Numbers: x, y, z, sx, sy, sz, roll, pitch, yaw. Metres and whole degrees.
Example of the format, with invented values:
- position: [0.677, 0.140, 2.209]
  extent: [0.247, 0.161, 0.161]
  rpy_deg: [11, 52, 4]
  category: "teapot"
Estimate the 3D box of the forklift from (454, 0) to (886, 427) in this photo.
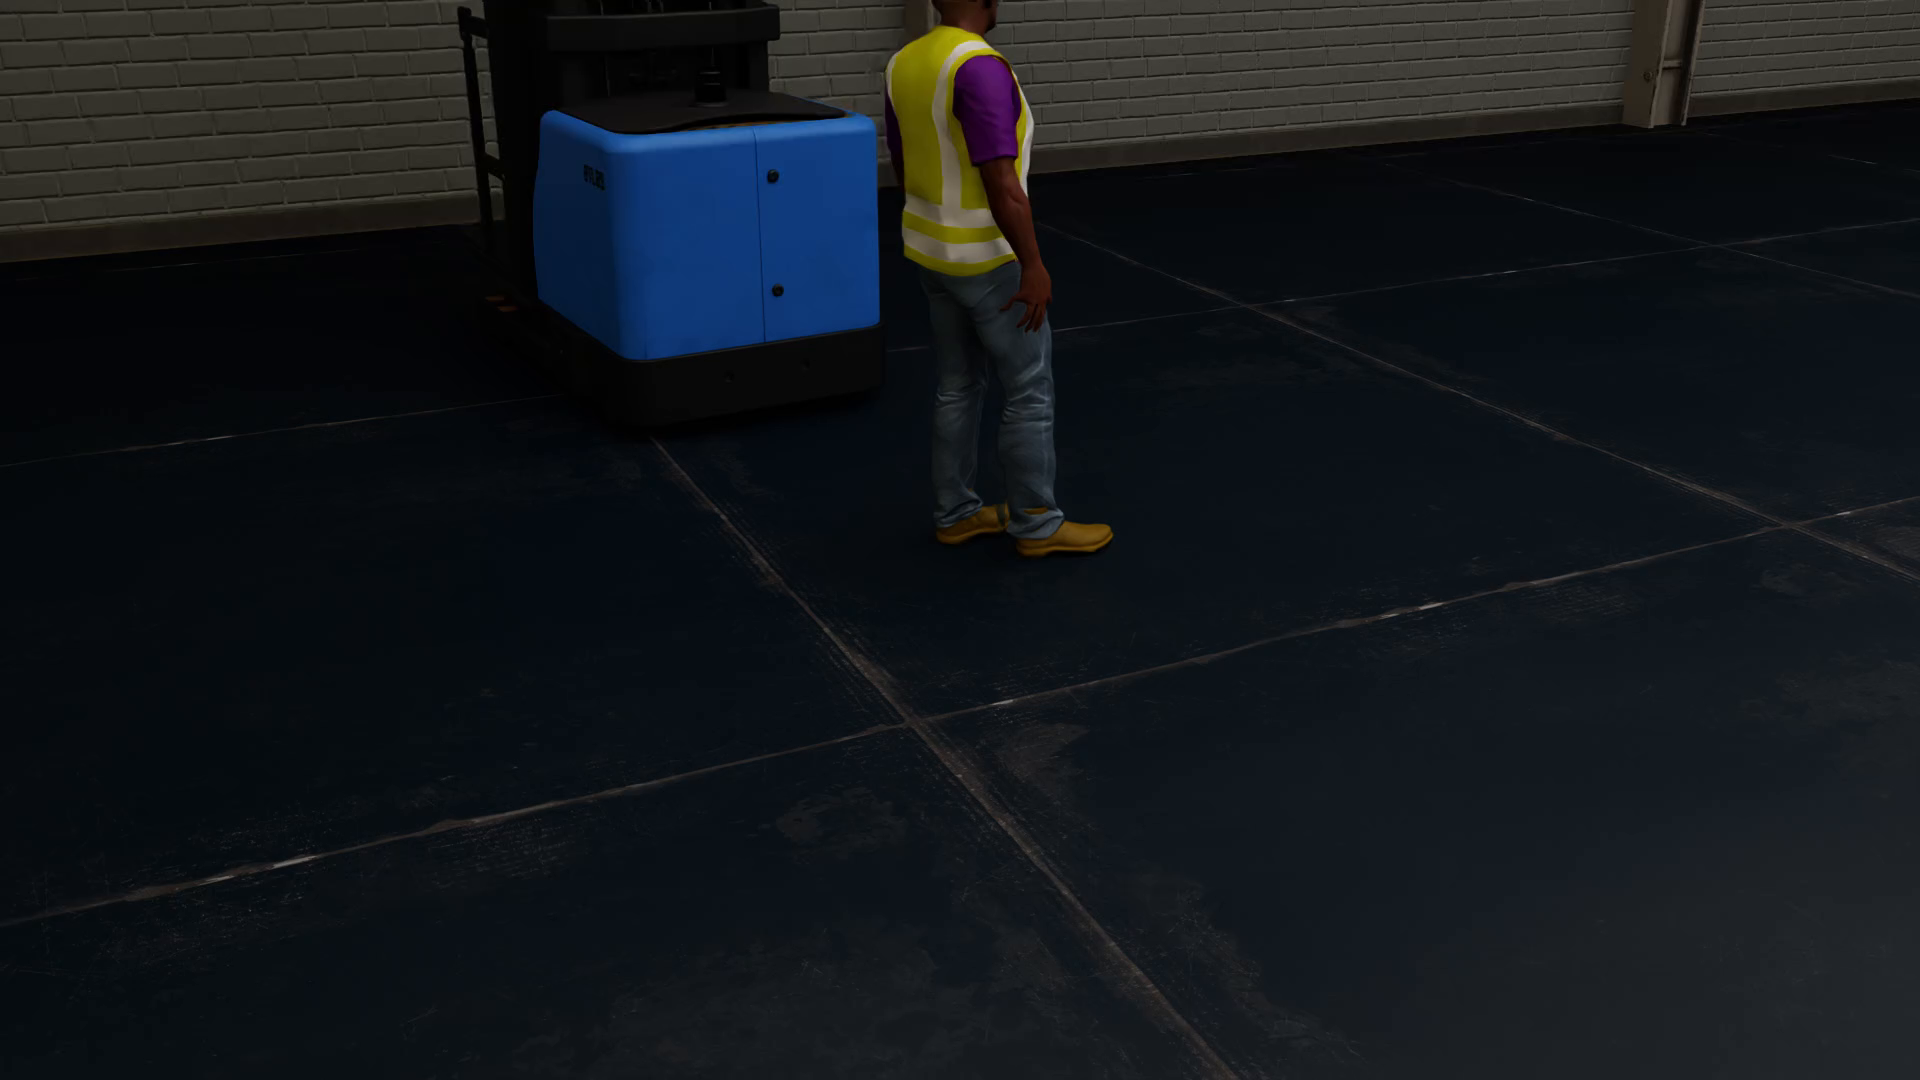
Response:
- position: [-1.463, -2.275, 6.763]
  extent: [1.130, 2.935, 3.031]
  rpy_deg: [-13, 26, -28]
  category: "forklift"

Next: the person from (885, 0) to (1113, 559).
- position: [0.087, -0.836, 4.833]
  extent: [0.530, 1.764, 0.701]
  rpy_deg: [-14, 26, -30]
  category: "person"
